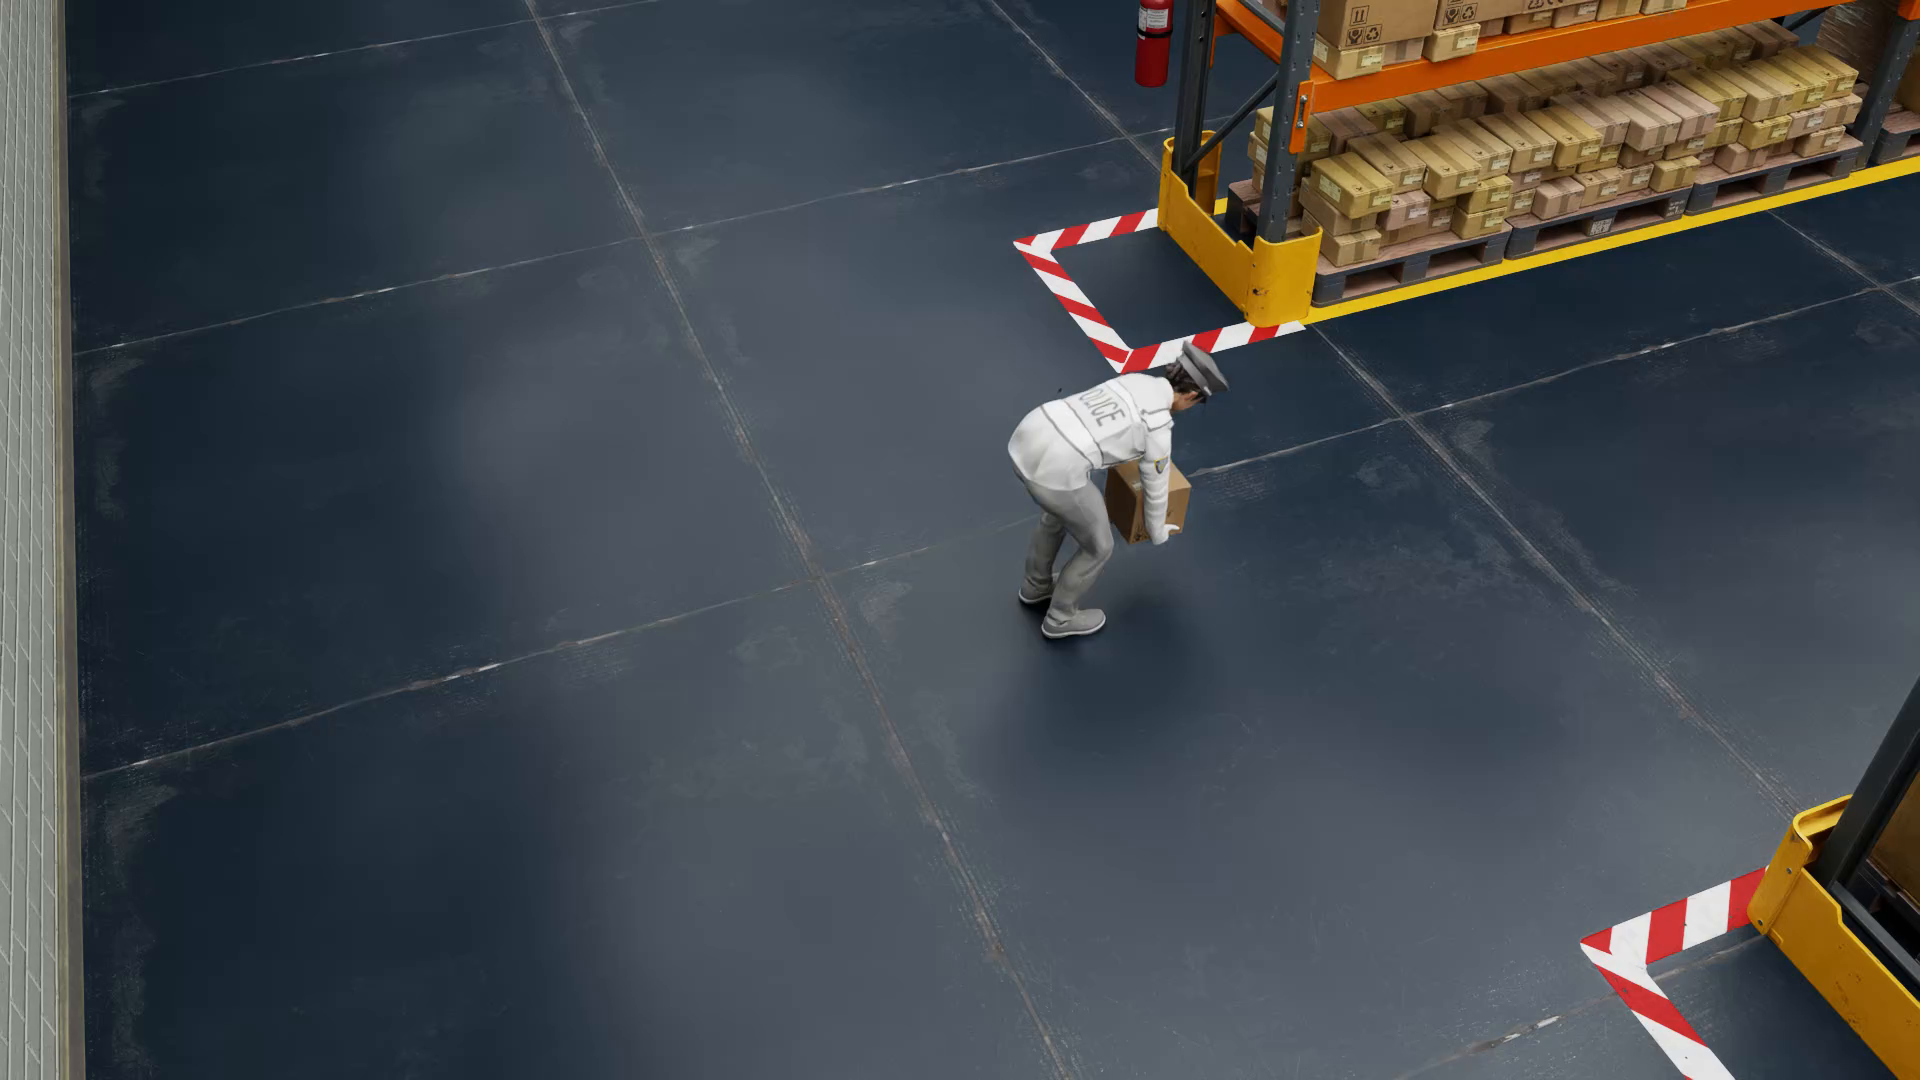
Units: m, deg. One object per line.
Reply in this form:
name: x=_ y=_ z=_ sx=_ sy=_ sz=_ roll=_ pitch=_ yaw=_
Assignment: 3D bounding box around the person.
person: x=0.397 y=-0.326 z=6.511 sx=0.358 sy=1.675 sz=0.507 roll=-17 pitch=45 yaw=-18
